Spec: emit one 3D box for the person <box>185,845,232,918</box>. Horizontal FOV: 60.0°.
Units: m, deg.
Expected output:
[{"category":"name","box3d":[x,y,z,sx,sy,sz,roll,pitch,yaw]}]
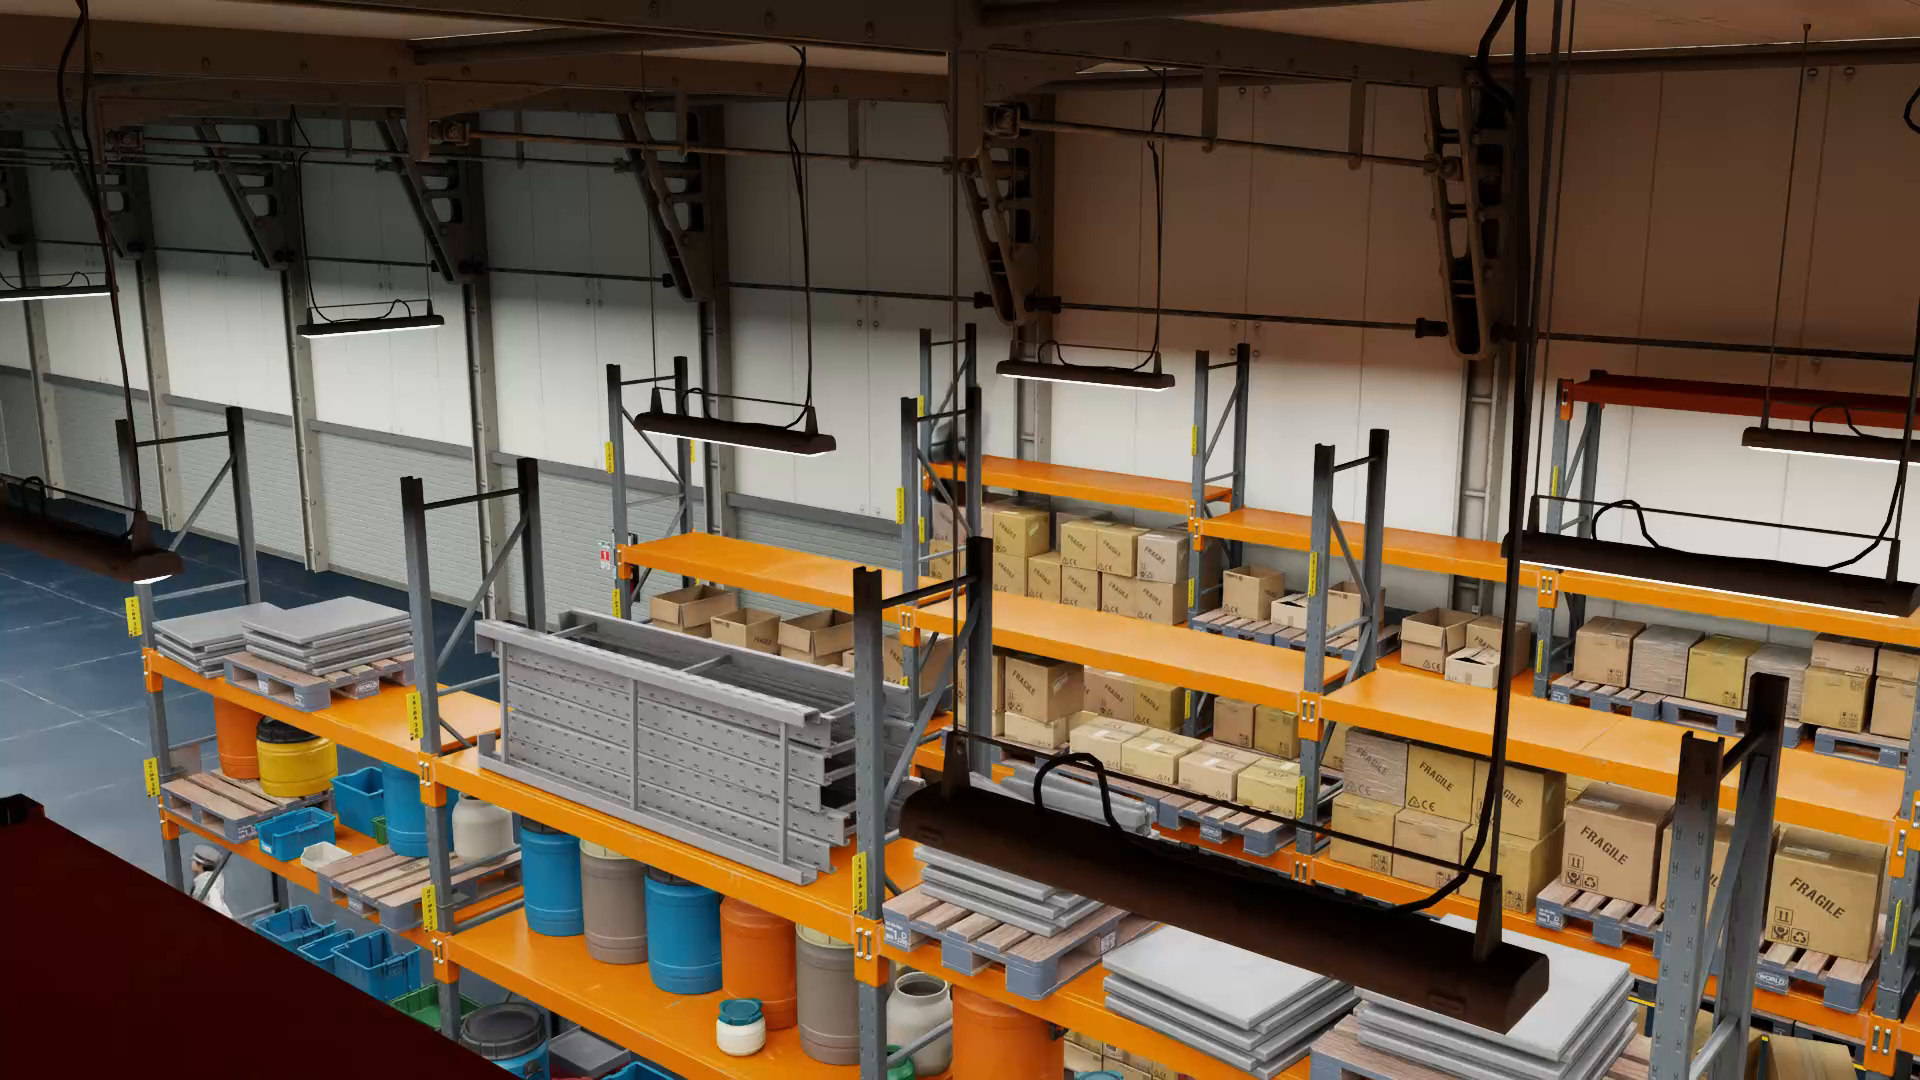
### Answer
[{"category":"person","box3d":[-7.181,3.738,15.909,0.666,1.717,0.622,-1,13,-4]}]
